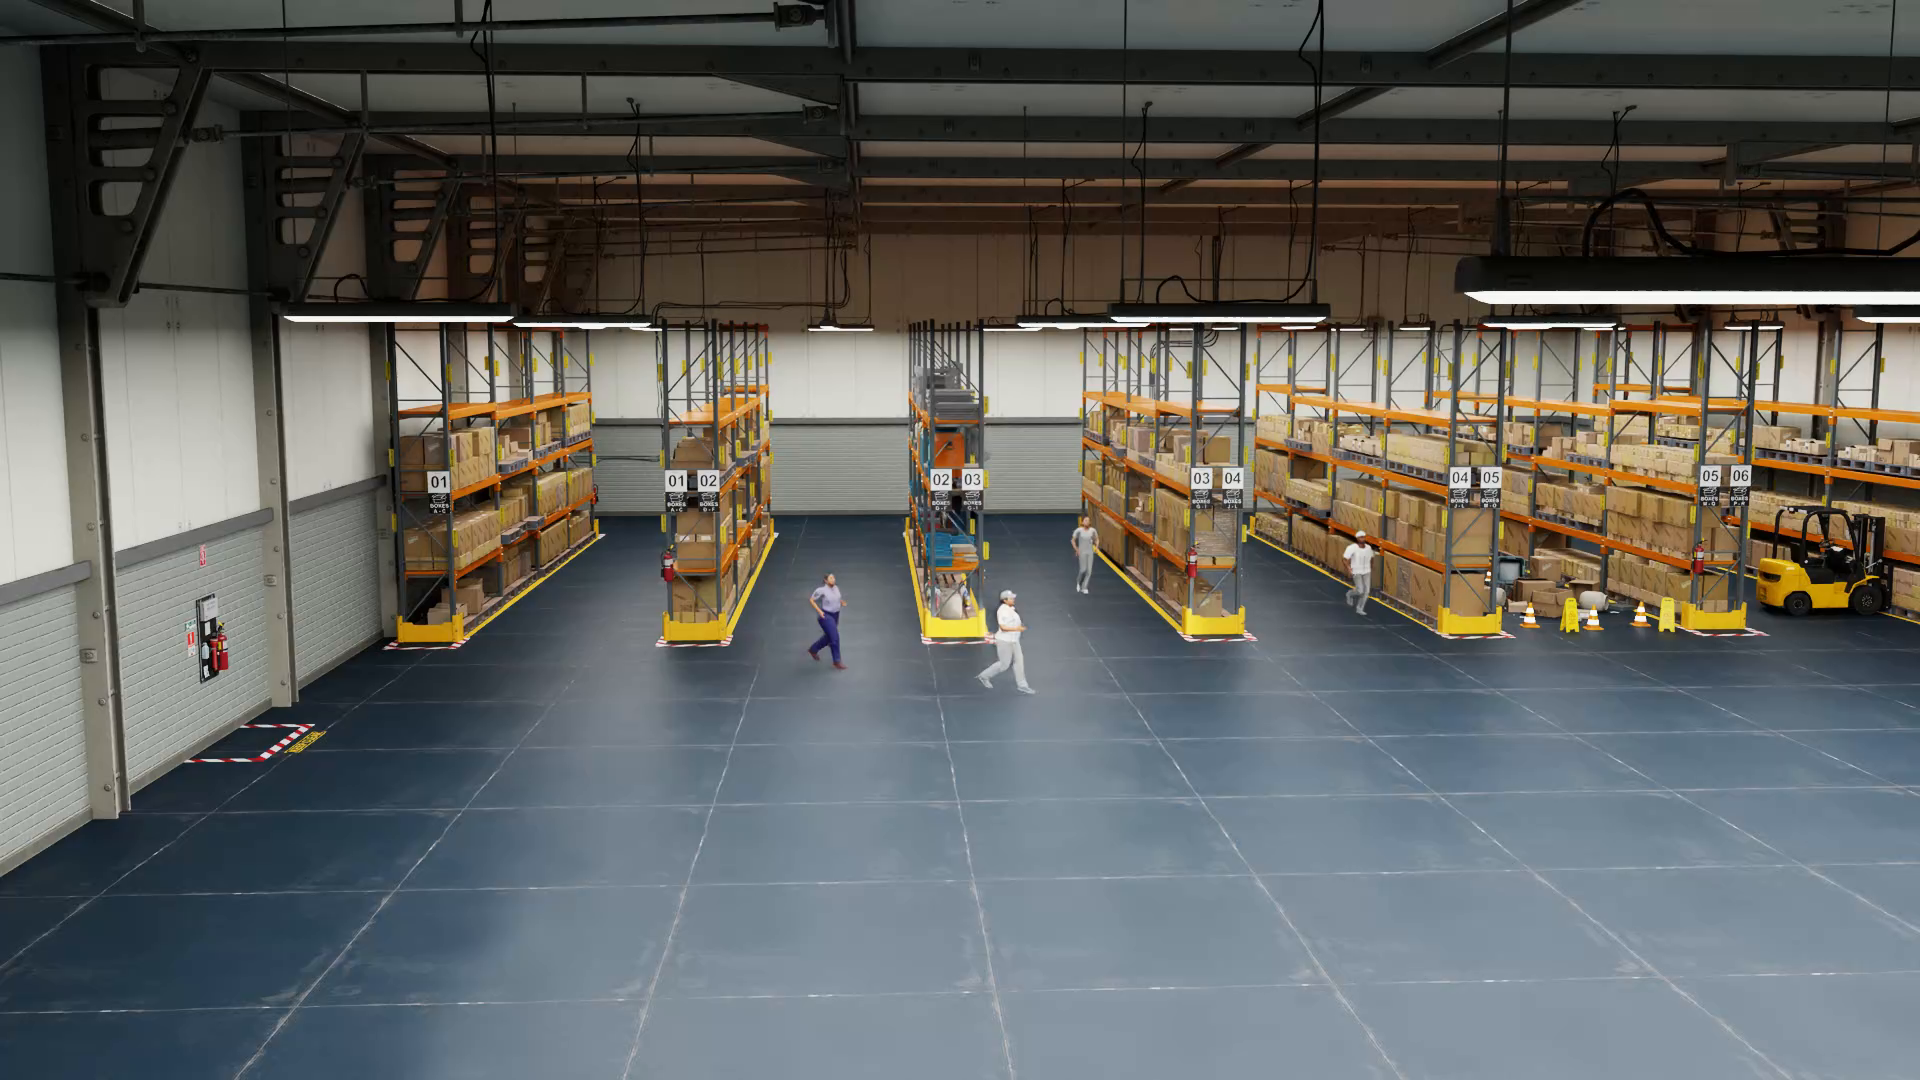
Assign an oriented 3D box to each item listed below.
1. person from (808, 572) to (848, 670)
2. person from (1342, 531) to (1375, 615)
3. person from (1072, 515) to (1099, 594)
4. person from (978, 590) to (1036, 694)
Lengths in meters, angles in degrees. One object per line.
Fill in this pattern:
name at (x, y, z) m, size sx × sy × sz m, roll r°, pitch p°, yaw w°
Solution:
person at (-2.268, 1.362, 28.726) m, size 0.850 × 1.646 × 0.592 m, roll 4°, pitch 8°, yaw 30°
person at (8.204, 0.662, 34.143) m, size 0.702 × 1.721 × 0.589 m, roll -2°, pitch 7°, yaw -15°
person at (2.660, 0.300, 35.019) m, size 0.579 × 1.649 × 0.520 m, roll -2°, pitch 7°, yaw -13°
person at (0.749, 1.629, 26.470) m, size 0.924 × 1.656 × 0.606 m, roll 2°, pitch 7°, yaw 17°
